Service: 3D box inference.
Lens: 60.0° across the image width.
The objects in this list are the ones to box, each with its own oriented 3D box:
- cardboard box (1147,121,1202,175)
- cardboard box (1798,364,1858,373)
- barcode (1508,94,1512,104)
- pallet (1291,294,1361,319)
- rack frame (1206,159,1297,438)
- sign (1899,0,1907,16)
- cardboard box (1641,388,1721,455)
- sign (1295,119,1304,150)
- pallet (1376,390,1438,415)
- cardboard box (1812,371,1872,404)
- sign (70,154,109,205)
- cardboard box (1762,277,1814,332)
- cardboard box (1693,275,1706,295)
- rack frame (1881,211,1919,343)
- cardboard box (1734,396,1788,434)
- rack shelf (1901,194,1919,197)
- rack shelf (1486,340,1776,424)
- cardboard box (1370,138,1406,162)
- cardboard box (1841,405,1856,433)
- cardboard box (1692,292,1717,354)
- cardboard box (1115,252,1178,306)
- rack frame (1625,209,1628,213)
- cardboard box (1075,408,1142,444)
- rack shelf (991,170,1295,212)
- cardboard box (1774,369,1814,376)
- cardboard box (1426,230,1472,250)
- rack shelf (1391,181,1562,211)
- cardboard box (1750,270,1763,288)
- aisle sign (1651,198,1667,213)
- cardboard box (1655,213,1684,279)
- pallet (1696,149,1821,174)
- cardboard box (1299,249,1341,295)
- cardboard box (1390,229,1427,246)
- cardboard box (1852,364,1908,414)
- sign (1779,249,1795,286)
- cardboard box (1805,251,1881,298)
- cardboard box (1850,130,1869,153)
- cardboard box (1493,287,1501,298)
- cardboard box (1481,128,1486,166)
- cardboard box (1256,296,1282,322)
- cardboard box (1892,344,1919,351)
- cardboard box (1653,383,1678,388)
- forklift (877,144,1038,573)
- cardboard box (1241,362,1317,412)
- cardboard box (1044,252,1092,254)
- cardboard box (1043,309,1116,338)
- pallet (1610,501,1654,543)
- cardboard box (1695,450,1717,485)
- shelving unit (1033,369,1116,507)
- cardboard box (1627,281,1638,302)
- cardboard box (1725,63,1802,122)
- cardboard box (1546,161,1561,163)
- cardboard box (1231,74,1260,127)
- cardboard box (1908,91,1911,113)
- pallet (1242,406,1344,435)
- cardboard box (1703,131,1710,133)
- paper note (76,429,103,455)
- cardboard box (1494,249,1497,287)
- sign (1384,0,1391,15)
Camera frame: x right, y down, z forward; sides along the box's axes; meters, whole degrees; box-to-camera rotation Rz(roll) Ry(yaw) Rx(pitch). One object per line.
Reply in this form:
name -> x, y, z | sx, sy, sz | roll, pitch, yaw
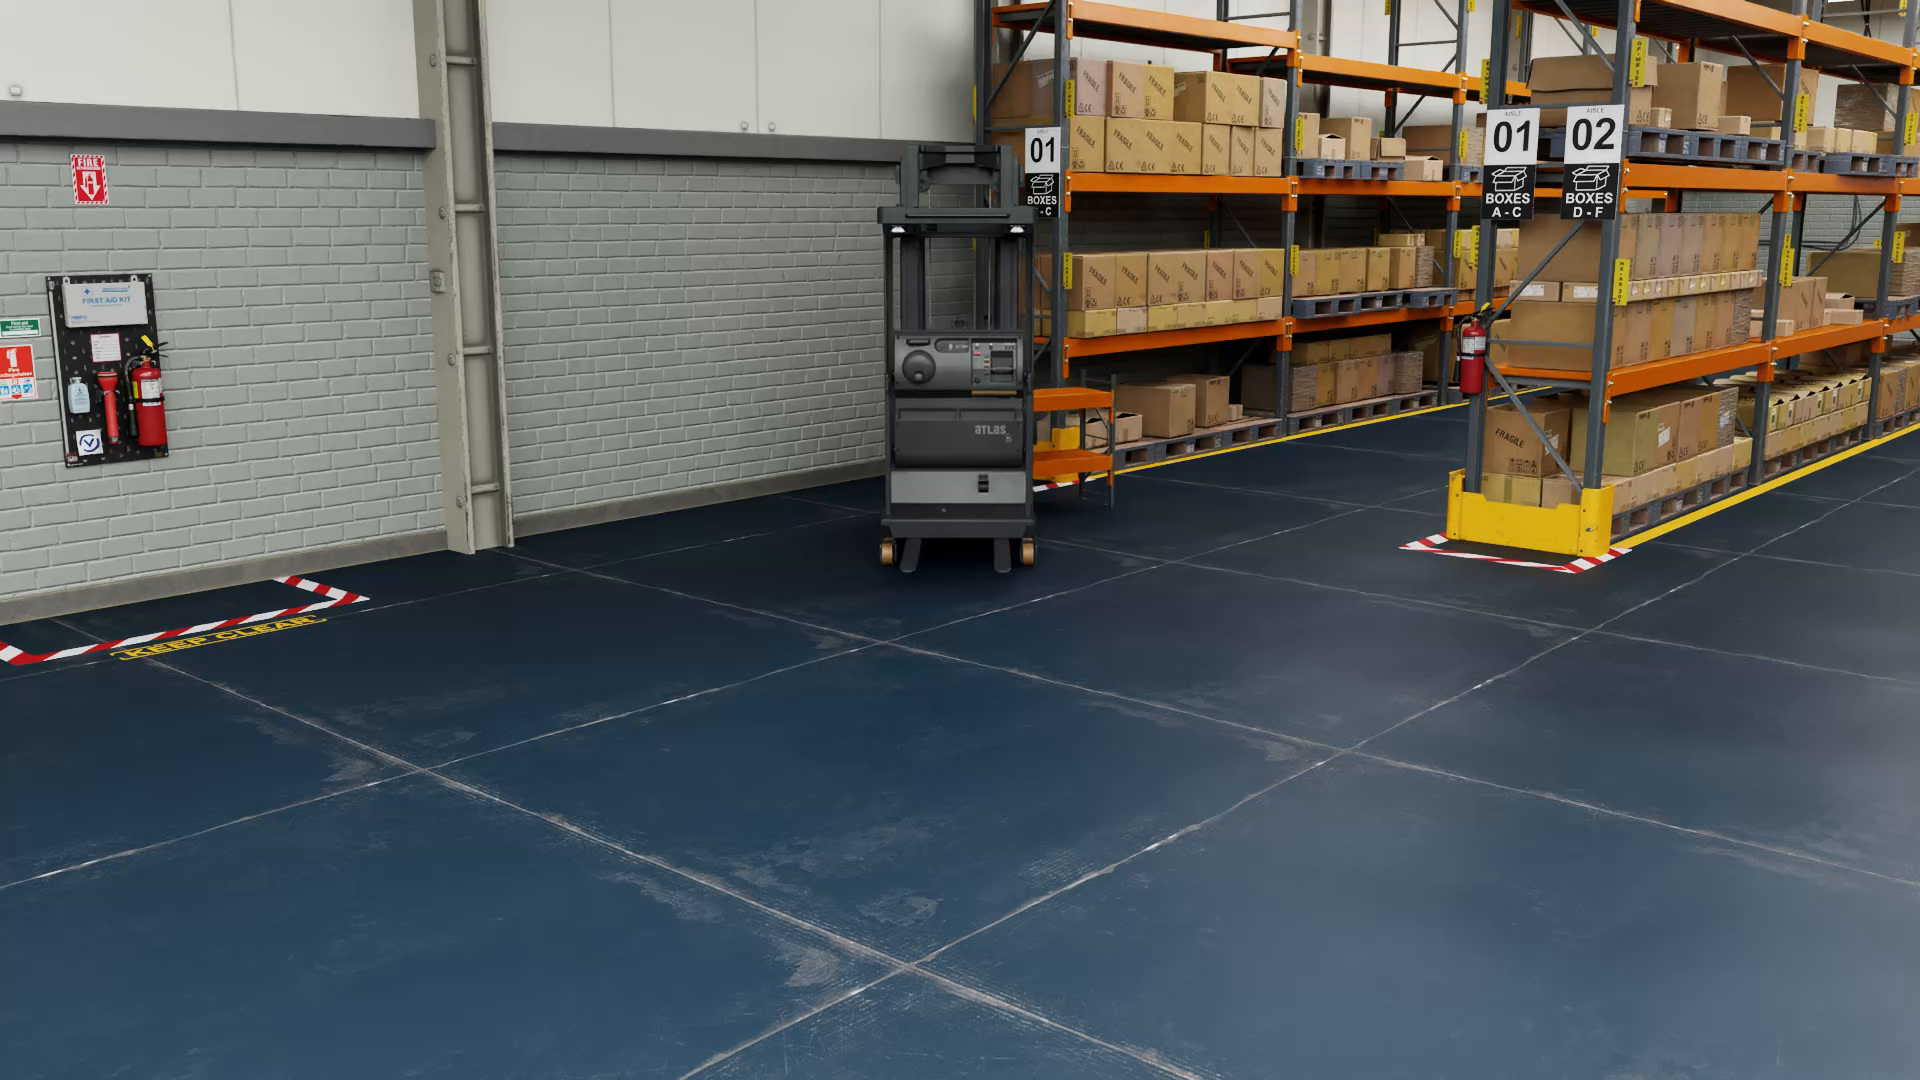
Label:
cardboard box -> 2.031, -3.863, 16.427 | 0.500, 0.500, 0.500 | 11, 16, 44
cardboard box -> 10.009, -1.778, 19.214 | 0.500, 0.500, 0.500 | 11, 15, 43
barcode -> 4.124, -3.306, 12.462 | 0.001, 0.075, 0.075 | 10, 15, 40
pallet -> 3.818, -2.671, 18.916 | 1.003, 0.211, 1.213 | 10, 15, 40
rack frame -> 3.204, -2.672, 18.429 | 1.000, 3.000, 0.127 | 10, 15, 40
sign -> 11.813, -6.720, 20.796 | 0.100, 0.325, 0.005 | 10, 15, 40
cardboard box -> 6.120, -1.014, 14.165 | 0.500, 0.500, 0.500 | 10, 15, 40
sign -> 3.617, -4.327, 17.739 | 0.100, 0.325, 0.005 | 10, 15, 40
pallet -> 5.328, -1.778, 21.074 | 1.003, 0.211, 1.213 | 10, 15, 40
cardboard box -> 9.407, -1.644, 17.799 | 0.500, 0.311, 0.500 | 10, 15, 42
sign -> -5.325, -2.205, 10.174 | 0.001, 0.298, 0.199 | 10, 15, 40
cardboard box -> 8.125, -2.343, 16.527 | 0.500, 0.500, 0.500 | 10, 15, 40
cardboard box -> 5.897, -2.105, 13.681 | 0.380, 0.149, 0.250 | 10, 15, 42
rack frame -> 12.208, -3.209, 21.118 | 1.000, 3.000, 0.127 | 10, 15, 40
cardboard box -> 7.387, -1.193, 15.541 | 0.500, 0.311, 0.500 | 10, 15, 41
rack shelf -> 13.529, -4.621, 22.368 | 1.077, 0.370, 4.000 | 10, 15, 40
rack shelf -> 5.607, -1.385, 13.822 | 1.077, 0.370, 4.000 | 10, 15, 40
cardboard box -> 4.919, -4.613, 20.175 | 0.637, 0.503, 0.797 | -10, 15, -40
cardboard box -> 9.066, -1.293, 17.472 | 0.500, 0.250, 0.500 | 10, 15, 40
cardboard box -> 5.962, -1.863, 14.124 | 0.700, 0.500, 0.500 | 10, 15, 41
cardboard box -> 1.784, -2.565, 16.313 | 0.500, 0.500, 0.500 | 9, 14, 39
rack frame -> 11.125, -4.437, 27.268 | 1.000, 3.000, 0.127 | 10, 15, 40
cardboard box -> 1.464, -1.154, 16.574 | 0.500, 0.311, 0.500 | -11, 15, -43
rack shelf -> 1.884, -3.496, 16.732 | 1.077, 0.370, 4.000 | 10, 15, 40
cardboard box -> 9.002, -1.714, 18.149 | 0.500, 0.311, 0.500 | 10, 15, 42
cardboard box -> 6.357, -3.870, 21.450 | 0.500, 0.250, 0.500 | 10, 15, 42
rack shelf -> 7.165, -4.673, 22.625 | 1.077, 0.370, 4.000 | 10, 15, 40
cardboard box -> 6.909, -2.331, 14.813 | 0.380, 0.149, 0.250 | 10, 15, 40
aisle sign -> 11.398, -5.684, 26.873 | 0.394, 0.787, 0.004 | 10, 15, 40
cardboard box -> 5.315, -2.356, 13.279 | 0.700, 0.500, 0.500 | 10, 15, 41
pallet -> 7.500, -3.540, 15.608 | 0.805, 0.209, 1.217 | 9, 14, 38
cardboard box -> 3.940, -3.088, 19.136 | 0.500, 0.500, 0.700 | -10, 15, -42
cardboard box -> 5.949, -3.933, 21.763 | 0.500, 0.250, 0.500 | 10, 15, 42
cardboard box -> 10.424, -1.718, 18.913 | 0.500, 0.500, 0.500 | 9, 14, 38
sign -> 7.345, -2.424, 14.774 | 0.100, 0.325, 0.005 | 10, 15, 40
cardboard box -> 9.899, -2.982, 18.657 | 0.700, 0.500, 0.500 | 4, 12, 21
cardboard box -> 8.978, -4.070, 17.083 | 0.500, 0.250, 0.500 | 10, 15, 42
cardboard box -> 7.064, -3.358, 22.456 | 0.380, 0.149, 0.250 | 10, 15, 41
cardboard box -> 6.807, -5.239, 22.247 | 0.700, 0.500, 0.500 | 11, 16, 43
cardboard box -> 3.119, -2.499, 17.896 | 0.500, 0.250, 0.500 | 10, 15, 40
cardboard box -> 12.371, -2.319, 21.923 | 0.500, 0.500, 0.500 | 10, 15, 40
cardboard box -> 6.062, -1.155, 14.867 | 0.500, 0.500, 0.500 | 10, 15, 40
forklift -> -0.009, -1.315, 11.813 | 1.130, 2.935, 3.031 | 0, 11, 1
cardboard box -> 3.677, -1.772, 19.184 | 0.700, 0.500, 0.500 | 10, 15, 42
cardboard box -> 1.055, -2.557, 16.271 | 0.500, 0.500, 0.500 | 10, 15, 41
cardboard box -> 1.124, -2.050, 15.649 | 0.500, 0.250, 0.500 | 9, 15, 39
pallet -> 4.760, -0.194, 13.142 | 1.003, 0.211, 1.213 | 10, 15, 40
cardboard box -> 6.129, -0.645, 14.230 | 0.500, 0.250, 0.500 | 10, 15, 40
shelving unit -> 0.730, -0.829, 13.990 | 1.048, 1.125, 0.538 | -6, 13, -28
cardboard box -> 4.880, -1.879, 12.551 | 0.380, 0.149, 0.250 | 9, 15, 39
cardboard box -> 7.364, -4.088, 15.260 | 0.500, 0.500, 0.500 | 10, 15, 41
cardboard box -> 8.761, -5.632, 24.648 | 0.500, 0.250, 0.500 | 10, 15, 41
cardboard box -> 2.721, -4.501, 17.068 | 0.500, 0.500, 0.500 | 11, 16, 43
cardboard box -> 10.197, -4.769, 18.463 | 0.500, 0.500, 0.500 | 10, 15, 40
pallet -> 3.717, -1.419, 19.276 | 1.003, 0.211, 1.213 | 10, 15, 40
cardboard box -> 5.746, -3.602, 13.735 | 0.637, 0.503, 0.797 | -10, 15, -41
paper note -> -5.413, -0.607, 10.343 | 0.016, 0.148, 0.142 | 10, 15, 40
cardboard box -> 6.710, -3.579, 21.906 | 0.500, 0.500, 0.500 | 10, 15, 42
sign -> 5.425, -6.809, 21.037 | 0.100, 0.325, 0.005 | 10, 15, 40
